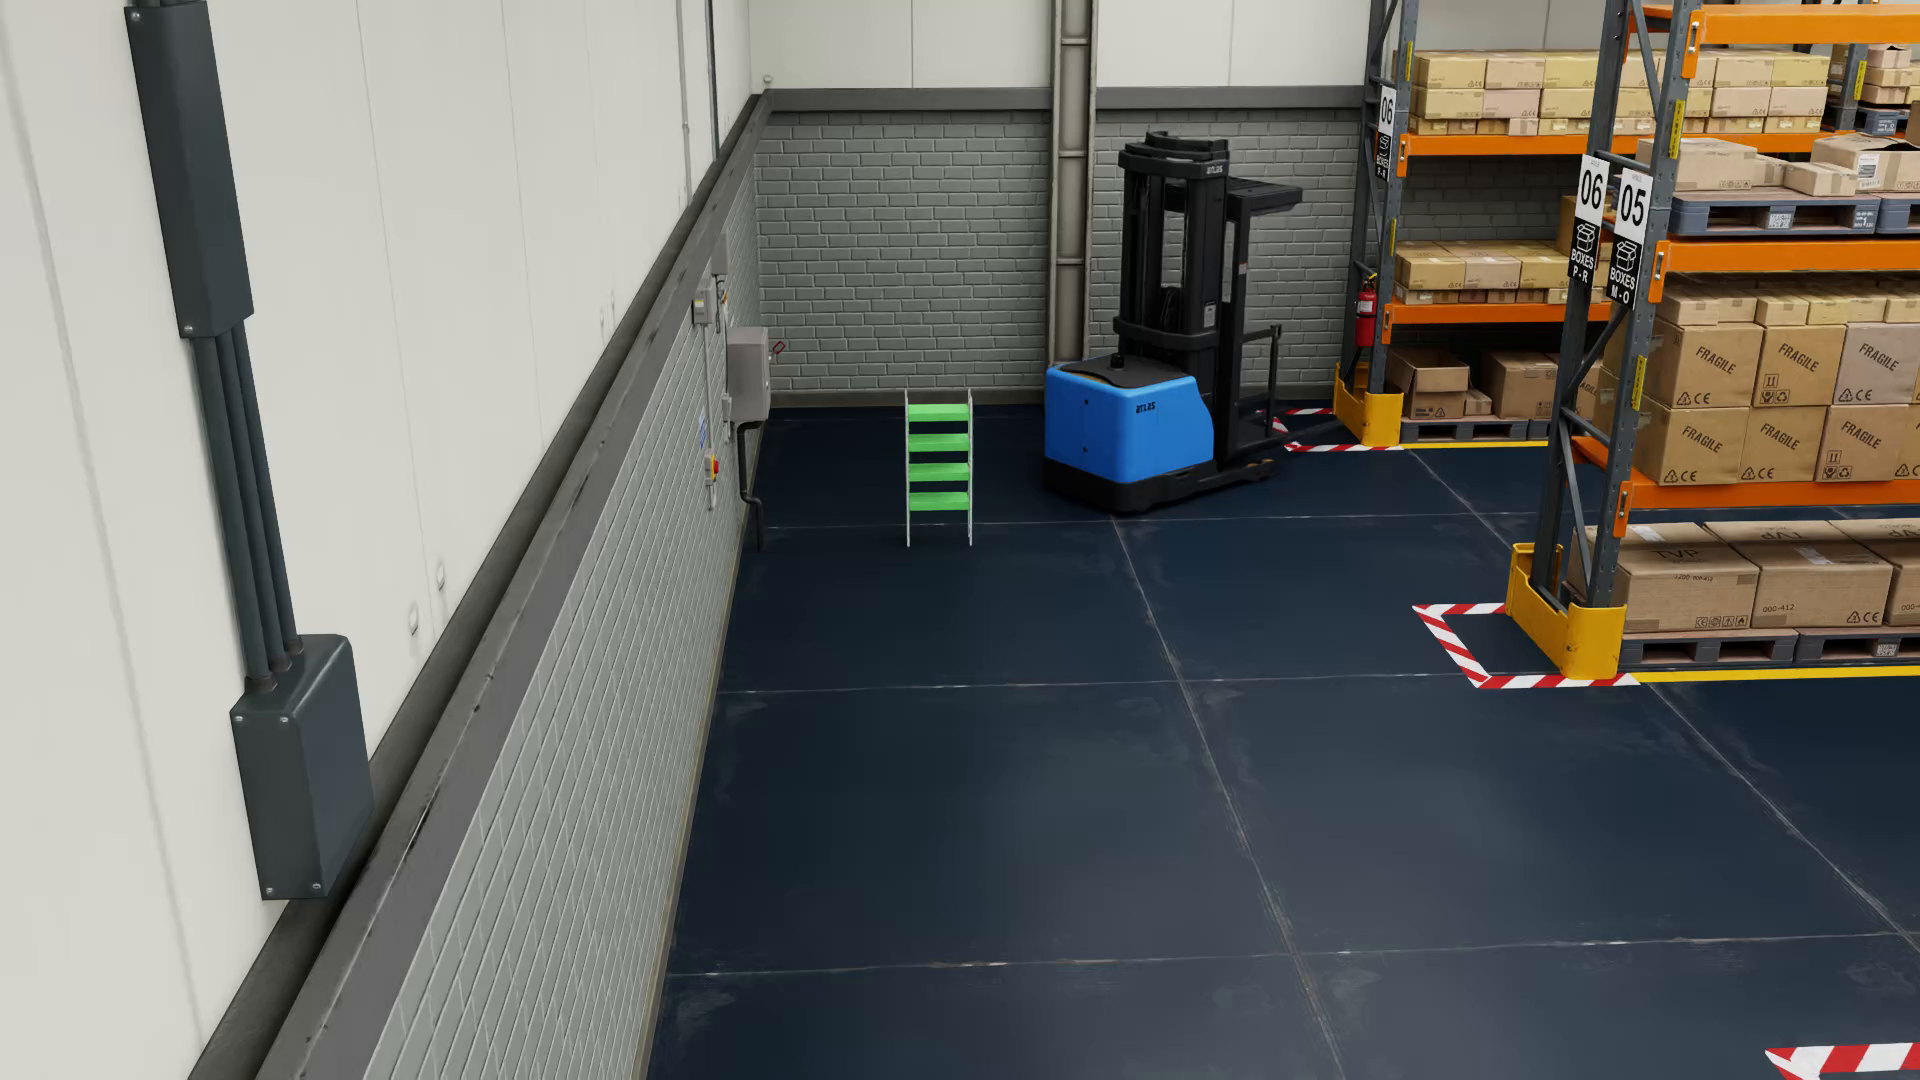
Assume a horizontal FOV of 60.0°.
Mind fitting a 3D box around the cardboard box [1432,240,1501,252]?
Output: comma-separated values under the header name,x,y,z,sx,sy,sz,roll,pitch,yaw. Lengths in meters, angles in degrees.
name,x,y,z,sx,sy,sz,roll,pitch,yaw
cardboard box,4.757,-2.652,15.664,0.500,0.250,0.500,-1,21,-3

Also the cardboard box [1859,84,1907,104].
name,x,y,z,sx,sy,sz,roll,pitch,yaw
cardboard box,8.112,-3.943,14.669,0.250,0.149,0.380,-1,21,-2

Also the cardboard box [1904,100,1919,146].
name,x,y,z,sx,sy,sz,roll,pitch,yaw
cardboard box,6.106,-2.386,10.084,0.500,0.500,0.500,-1,21,-2

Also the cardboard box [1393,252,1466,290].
name,x,y,z,sx,sy,sz,roll,pitch,yaw
cardboard box,4.266,-2.452,15.138,0.500,0.250,0.500,-1,21,-3

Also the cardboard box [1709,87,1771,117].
name,x,y,z,sx,sy,sz,roll,pitch,yaw
cardboard box,6.806,-3.909,14.748,0.500,0.250,0.500,-2,21,-5

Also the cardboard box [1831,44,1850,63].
name,x,y,z,sx,sy,sz,roll,pitch,yaw
cardboard box,8.093,-4.441,14.977,0.258,0.266,0.396,-1,21,-4

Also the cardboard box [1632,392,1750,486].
name,x,y,z,sx,sy,sz,roll,pitch,yaw
cardboard box,4.581,-0.661,10.501,0.500,0.500,0.500,-1,21,-3

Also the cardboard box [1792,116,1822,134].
name,x,y,z,sx,sy,sz,roll,pitch,yaw
cardboard box,7.449,-3.723,14.821,0.250,0.149,0.380,-1,21,-3

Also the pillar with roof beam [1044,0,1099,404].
name,x,y,z,sx,sy,sz,roll,pitch,yaw
pillar with roof beam,1.300,-4.009,11.005,0.400,9.000,9.100,-1,21,-3

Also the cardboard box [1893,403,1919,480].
name,x,y,z,sx,sy,sz,roll,pitch,yaw
cardboard box,6.092,-0.701,10.606,0.500,0.500,0.500,0,21,-1

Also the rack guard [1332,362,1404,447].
name,x,y,z,sx,sy,sz,roll,pitch,yaw
rack guard,3.874,-1.303,15.841,0.348,0.500,1.175,-1,21,-3

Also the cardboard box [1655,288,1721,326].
name,x,y,z,sx,sy,sz,roll,pitch,yaw
cardboard box,4.455,-1.432,10.210,0.250,0.149,0.380,-1,21,-2

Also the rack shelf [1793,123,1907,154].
name,x,y,z,sx,sy,sz,roll,pitch,yaw
rack shelf,9.788,-3.657,15.306,4.000,0.370,1.077,-1,21,-3

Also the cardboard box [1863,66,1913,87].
name,x,y,z,sx,sy,sz,roll,pitch,yaw
cardboard box,8.115,-4.068,14.577,0.250,0.149,0.380,-1,21,-1

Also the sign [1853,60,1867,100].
name,x,y,z,sx,sy,sz,roll,pitch,yaw
sign,7.830,-4.002,14.474,0.005,0.325,0.100,-1,21,-3

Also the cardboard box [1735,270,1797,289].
name,x,y,z,sx,sy,sz,roll,pitch,yaw
cardboard box,5.191,-1.641,10.759,0.250,0.149,0.380,-1,21,-2

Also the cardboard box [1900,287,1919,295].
name,x,y,z,sx,sy,sz,roll,pitch,yaw
cardboard box,6.006,-1.449,10.254,0.250,0.149,0.380,-2,21,-4

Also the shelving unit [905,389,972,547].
name,x,y,z,sx,sy,sz,roll,pitch,yaw
shelving unit,-0.165,-0.557,12.899,0.503,1.200,0.258,-1,21,-3

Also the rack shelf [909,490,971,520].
name,x,y,z,sx,sy,sz,roll,pitch,yaw
rack shelf,-0.165,-0.273,13.007,0.480,0.148,0.258,-1,21,-3

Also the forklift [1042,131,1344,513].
name,x,y,z,sx,sy,sz,roll,pitch,yaw
forklift,2.164,-2.002,14.259,3.031,2.935,1.130,-16,26,-36

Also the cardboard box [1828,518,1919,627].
name,x,y,z,sx,sy,sz,roll,pitch,yaw
cardboard box,6.552,0.207,11.374,0.875,0.438,0.875,-2,21,-5

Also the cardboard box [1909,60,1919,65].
name,x,y,z,sx,sy,sz,roll,pitch,yaw
cardboard box,8.589,-4.286,15.152,0.250,0.149,0.380,-2,21,-4

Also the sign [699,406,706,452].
name,x,y,z,sx,sy,sz,roll,pitch,yaw
sign,-1.602,-0.691,10.342,0.001,0.218,0.327,-1,21,-3

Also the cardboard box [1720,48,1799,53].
name,x,y,z,sx,sy,sz,roll,pitch,yaw
cardboard box,7.281,-4.346,15.195,0.500,0.250,0.500,-1,21,-4

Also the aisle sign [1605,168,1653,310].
name,x,y,z,sx,sy,sz,roll,pitch,yaw
aisle sign,4.030,-1.817,10.024,0.004,0.787,0.394,-1,21,-3

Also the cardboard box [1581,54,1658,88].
name,x,y,z,sx,sy,sz,roll,pitch,yaw
cardboard box,5.773,-4.126,14.618,0.500,0.250,0.500,-1,21,-2

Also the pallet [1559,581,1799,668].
name,x,y,z,sx,sy,sz,roll,pitch,yaw
pallet,4.879,0.553,11.373,1.213,0.211,1.003,-1,21,-3

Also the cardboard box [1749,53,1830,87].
name,x,y,z,sx,sy,sz,roll,pitch,yaw
cardboard box,7.301,-4.159,14.705,0.500,0.250,0.500,-1,21,-3

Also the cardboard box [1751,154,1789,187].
name,x,y,z,sx,sy,sz,roll,pitch,yaw
cardboard box,4.943,-2.312,10.384,0.250,0.149,0.380,-3,21,-7

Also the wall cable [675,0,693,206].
name,x,y,z,sx,sy,sz,roll,pitch,yaw
wall cable,-1.578,-3.294,9.127,0.029,3.000,0.463,-1,21,-3

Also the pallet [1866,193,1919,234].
name,x,y,z,sx,sy,sz,roll,pitch,yaw
pallet,6.046,-2.111,10.360,1.213,0.211,1.003,-1,21,-3

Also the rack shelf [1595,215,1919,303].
name,x,y,z,sx,sy,sz,roll,pitch,yaw
rack shelf,6.082,-1.813,10.462,4.000,0.370,1.077,-1,21,-3

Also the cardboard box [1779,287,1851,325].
name,x,y,z,sx,sy,sz,roll,pitch,yaw
cardboard box,5.241,-1.439,10.228,0.250,0.149,0.380,-2,21,-5

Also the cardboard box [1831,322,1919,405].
name,x,y,z,sx,sy,sz,roll,pitch,yaw
cardboard box,5.609,-1.155,10.394,0.500,0.500,0.500,-1,21,-3

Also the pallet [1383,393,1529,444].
name,x,y,z,sx,sy,sz,roll,pitch,yaw
pallet,4.670,-1.184,15.935,1.213,0.211,1.003,-1,21,-3

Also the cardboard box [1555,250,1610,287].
name,x,y,z,sx,sy,sz,roll,pitch,yaw
cardboard box,5.785,-2.492,15.243,0.500,0.250,0.500,-2,21,-4

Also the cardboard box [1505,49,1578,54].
name,x,y,z,sx,sy,sz,roll,pitch,yaw
cardboard box,5.259,-4.307,15.091,0.500,0.250,0.500,-1,21,-3

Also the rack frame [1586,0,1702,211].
name,x,y,z,sx,sy,sz,roll,pitch,yaw
rack frame,4.085,-3.510,9.693,0.127,3.000,1.000,-1,21,-3

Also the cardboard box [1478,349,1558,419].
name,x,y,z,sx,sy,sz,roll,pitch,yaw
cardboard box,5.270,-1.480,15.715,0.500,0.500,0.700,0,21,-1

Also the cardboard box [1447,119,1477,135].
name,x,y,z,sx,sy,sz,roll,pitch,yaw
cardboard box,4.390,-3.693,14.741,0.250,0.149,0.380,-1,21,-2

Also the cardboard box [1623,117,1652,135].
name,x,y,z,sx,sy,sz,roll,pitch,yaw
cardboard box,5.914,-3.681,14.712,0.250,0.149,0.380,-1,21,-2

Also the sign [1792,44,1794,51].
name,x,y,z,sx,sy,sz,roll,pitch,yaw
sign,7.756,-4.575,15.427,0.005,0.325,0.100,-1,21,-3

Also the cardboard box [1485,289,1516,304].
name,x,y,z,sx,sy,sz,roll,pitch,yaw
cardboard box,4.909,-2.284,15.258,0.250,0.149,0.380,-1,21,-1

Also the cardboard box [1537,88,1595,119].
name,x,y,z,sx,sy,sz,roll,pitch,yaw
cardboard box,5.274,-3.876,14.662,0.500,0.250,0.500,-2,21,-5

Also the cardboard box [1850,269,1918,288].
name,x,y,z,sx,sy,sz,roll,pitch,yaw
cardboard box,5.966,-1.646,10.771,0.250,0.149,0.380,0,21,-1

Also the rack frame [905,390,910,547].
name,x,y,z,sx,sy,sz,roll,pitch,yaw
rack frame,-0.409,-0.552,12.886,0.015,1.200,0.240,-1,21,-3

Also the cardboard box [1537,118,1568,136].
name,x,y,z,sx,sy,sz,roll,pitch,yaw
cardboard box,5.162,-3.668,14.677,0.250,0.149,0.380,-1,21,-3

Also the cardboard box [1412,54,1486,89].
name,x,y,z,sx,sy,sz,roll,pitch,yaw
cardboard box,4.255,-4.094,14.532,0.500,0.250,0.500,-1,21,-4

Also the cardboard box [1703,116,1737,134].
name,x,y,z,sx,sy,sz,roll,pitch,yaw
cardboard box,6.691,-3.713,14.796,0.250,0.149,0.380,-1,21,-3

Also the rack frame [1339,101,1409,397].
name,x,y,z,sx,sy,sz,roll,pitch,yaw
rack frame,3.798,-2.470,15.392,0.127,3.000,1.000,-1,21,-3

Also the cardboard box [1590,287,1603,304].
name,x,y,z,sx,sy,sz,roll,pitch,yaw
cardboard box,5.692,-2.283,15.253,0.250,0.149,0.380,-1,21,-2

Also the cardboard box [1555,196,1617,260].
name,x,y,z,sx,sy,sz,roll,pitch,yaw
cardboard box,5.764,-2.833,15.085,0.500,0.500,0.500,-1,21,-2

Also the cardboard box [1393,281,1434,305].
name,x,y,z,sx,sy,sz,roll,pitch,yaw
cardboard box,4.142,-2.261,15.198,0.250,0.149,0.380,-1,21,-3
